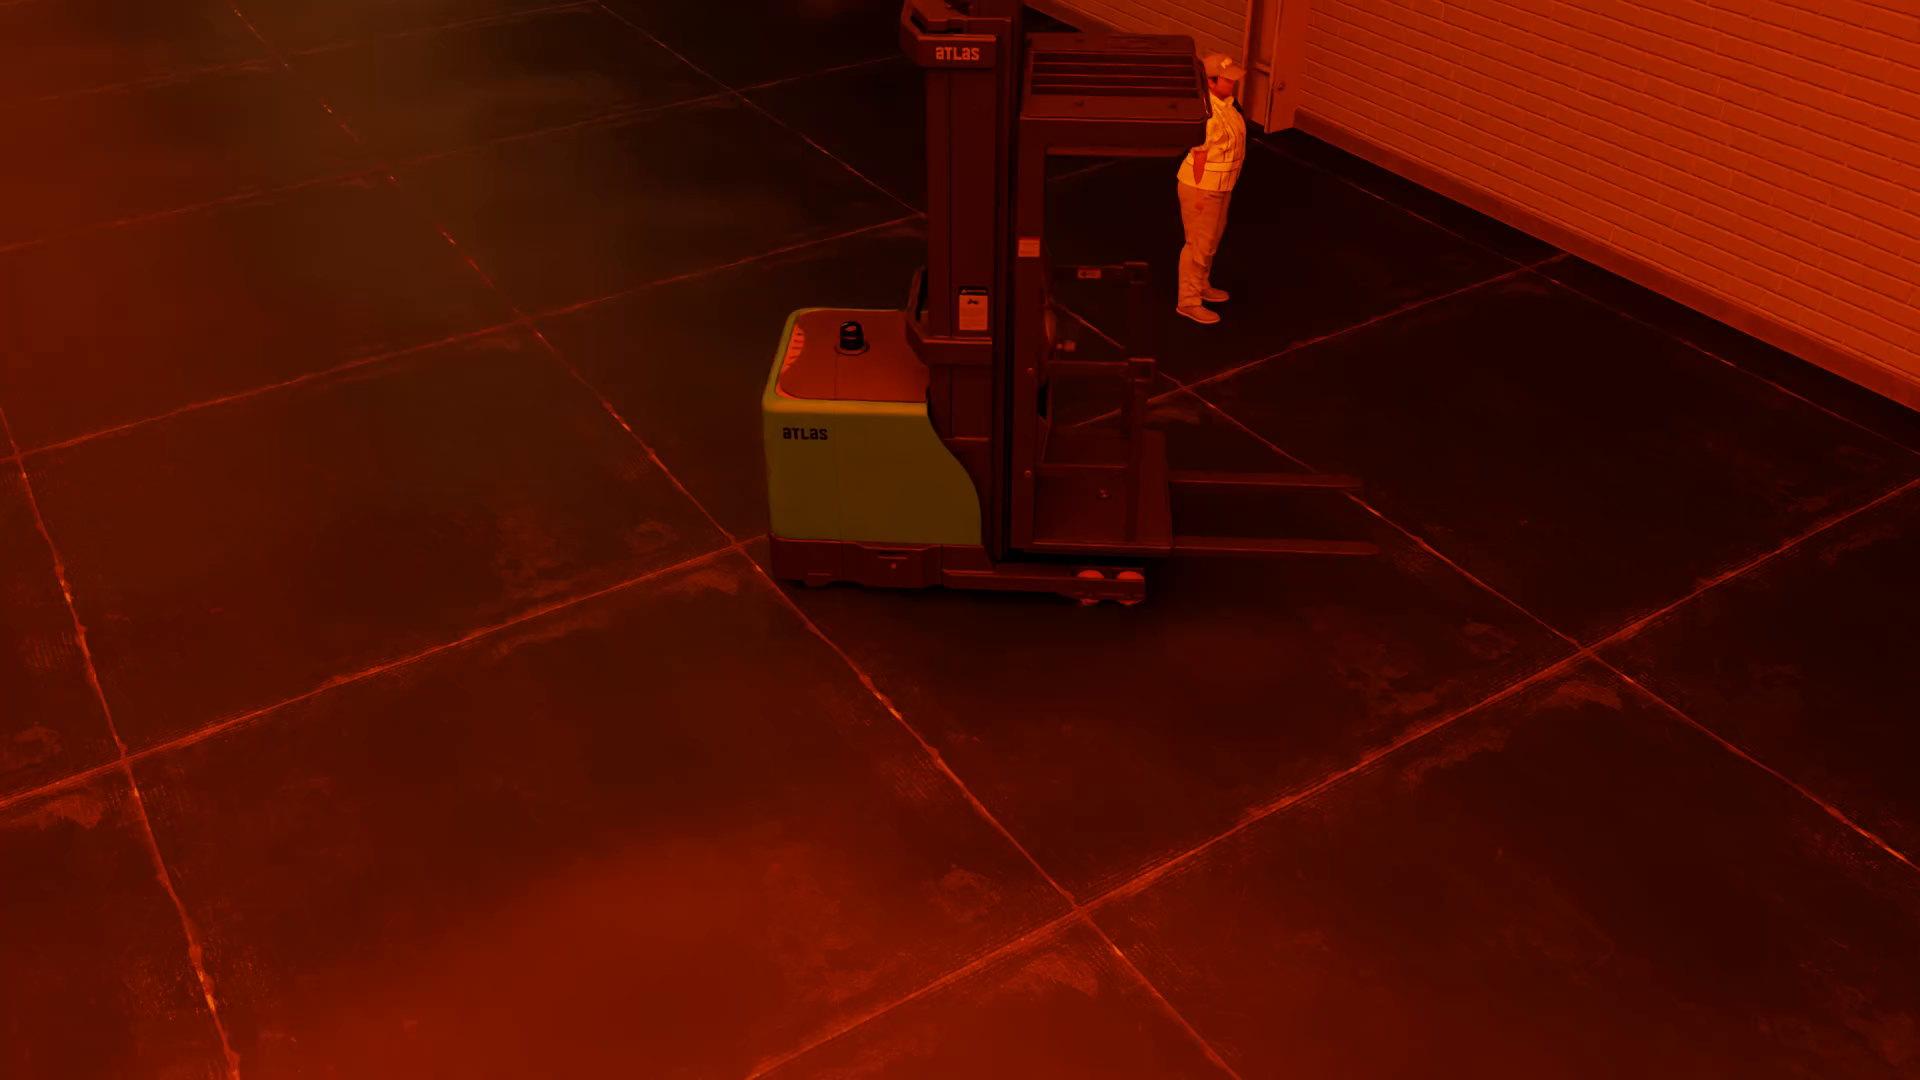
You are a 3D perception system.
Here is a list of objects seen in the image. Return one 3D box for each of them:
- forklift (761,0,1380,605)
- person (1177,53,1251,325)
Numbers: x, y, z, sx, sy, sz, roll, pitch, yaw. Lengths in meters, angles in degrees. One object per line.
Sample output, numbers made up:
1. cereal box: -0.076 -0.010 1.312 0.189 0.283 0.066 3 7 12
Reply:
1. forklift: 0.586 -1.195 7.848 3.031 2.935 1.130 2 35 3
2. person: 1.561 -2.214 10.406 0.395 1.668 0.487 12 37 17
